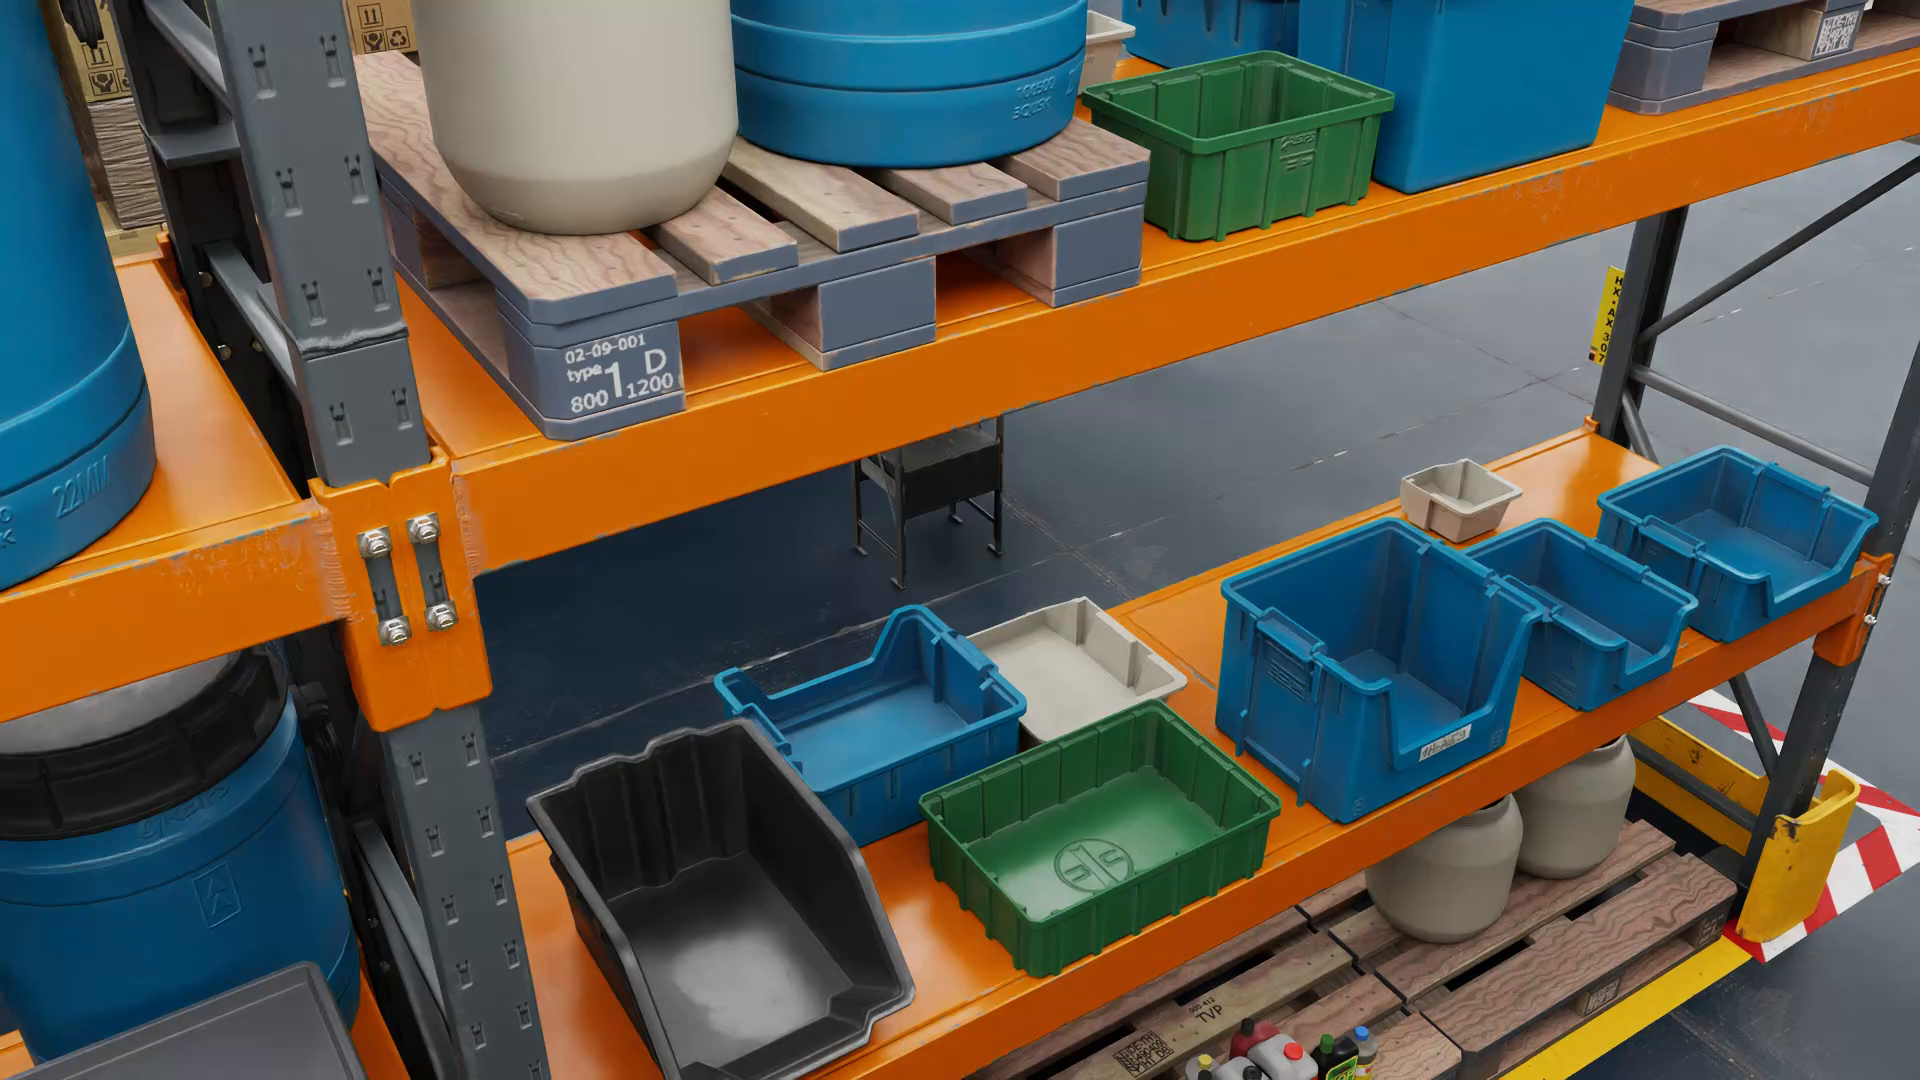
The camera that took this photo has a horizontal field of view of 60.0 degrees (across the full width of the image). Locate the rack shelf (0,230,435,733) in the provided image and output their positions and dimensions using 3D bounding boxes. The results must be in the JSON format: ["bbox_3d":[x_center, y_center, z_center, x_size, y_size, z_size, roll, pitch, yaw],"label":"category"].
[{"bbox_3d":[-2.673,0.430,1.620,4.000,0.370,1.077,-19,37,-27],"label":"rack shelf"}]

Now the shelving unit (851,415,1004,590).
[{"bbox_3d":[-0.139,-0.840,6.614,0.503,2.100,0.431,-19,37,-27],"label":"shelving unit"}]

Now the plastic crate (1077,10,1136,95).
[{"bbox_3d":[0.138,-0.986,3.438,0.396,0.136,0.243,-19,37,-27],"label":"plastic crate"}]

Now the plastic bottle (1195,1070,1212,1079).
[{"bbox_3d":[0.584,1.472,4.176,0.185,0.351,0.144,-17,36,-25],"label":"plastic bottle"}]

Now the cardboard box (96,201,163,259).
[{"bbox_3d":[-3.332,-1.226,6.618,0.250,0.149,0.380,-19,37,-27],"label":"cardboard box"}]

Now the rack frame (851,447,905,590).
[{"bbox_3d":[-0.344,-0.770,6.502,0.015,2.100,0.400,-19,37,-27],"label":"rack frame"}]

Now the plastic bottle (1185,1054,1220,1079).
[{"bbox_3d":[0.637,1.435,4.374,0.097,0.201,0.097,0,32,0],"label":"plastic bottle"}]

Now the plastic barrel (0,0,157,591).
[{"bbox_3d":[-1.302,-0.420,1.823,0.708,0.901,0.600,-19,37,-27],"label":"plastic barrel"}]

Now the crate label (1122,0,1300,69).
[{"bbox_3d":[0.618,-1.153,3.594,0.408,0.251,0.502,-19,37,-27],"label":"crate label"}]

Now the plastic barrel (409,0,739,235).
[{"bbox_3d":[-0.524,-0.714,2.260,0.421,0.512,0.421,0,32,0],"label":"plastic barrel"}]

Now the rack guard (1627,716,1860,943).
[{"bbox_3d":[2.332,0.760,5.576,0.348,0.500,1.175,-19,37,-27],"label":"rack guard"}]

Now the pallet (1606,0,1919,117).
[{"bbox_3d":[1.622,-1.334,3.918,1.213,0.211,1.003,-19,37,-27],"label":"pallet"}]

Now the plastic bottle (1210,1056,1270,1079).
[{"bbox_3d":[0.721,1.454,4.274,0.135,0.276,0.152,-20,37,-29],"label":"plastic bottle"}]

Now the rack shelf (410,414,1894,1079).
[{"bbox_3d":[0.689,0.542,4.253,4.000,0.370,1.077,-19,37,-27],"label":"rack shelf"}]

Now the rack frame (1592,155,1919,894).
[{"bbox_3d":[2.370,-0.340,4.978,0.127,3.000,1.000,-19,37,-27],"label":"rack frame"}]

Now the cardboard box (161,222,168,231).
[{"bbox_3d":[-3.115,-1.292,6.723,0.250,0.149,0.380,-19,37,-27],"label":"cardboard box"}]

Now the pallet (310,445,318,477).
[{"bbox_3d":[-3.130,-0.436,7.743,1.213,0.211,1.003,-19,37,-27],"label":"pallet"}]

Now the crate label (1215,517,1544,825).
[{"bbox_3d":[0.970,0.298,3.933,0.616,0.435,0.502,-19,37,-27],"label":"crate label"}]

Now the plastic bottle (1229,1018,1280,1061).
[{"bbox_3d":[0.779,1.363,4.411,0.133,0.283,0.061,-19,37,-27],"label":"plastic bottle"}]

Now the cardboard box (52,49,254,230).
[{"bbox_3d":[-3.264,-1.675,6.722,0.500,0.500,0.875,-19,37,-27],"label":"cardboard box"}]

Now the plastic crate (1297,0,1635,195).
[{"bbox_3d":[0.930,-0.916,3.094,0.575,0.384,0.392,-19,37,-27],"label":"plastic crate"}]

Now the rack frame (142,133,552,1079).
[{"bbox_3d":[-0.992,0.816,3.145,0.127,3.000,1.000,-19,37,-27],"label":"rack frame"}]

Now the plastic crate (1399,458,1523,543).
[{"bbox_3d":[1.443,-0.114,4.867,0.250,0.136,0.298,-19,37,-27],"label":"plastic crate"}]

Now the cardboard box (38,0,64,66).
[{"bbox_3d":[-3.446,-2.249,6.695,0.500,0.500,0.500,-19,37,-27],"label":"cardboard box"}]

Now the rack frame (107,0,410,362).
[{"bbox_3d":[-0.992,-1.721,1.544,0.127,3.000,1.000,-19,37,-27],"label":"rack frame"}]

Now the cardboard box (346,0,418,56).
[{"bbox_3d":[-2.320,-2.302,6.777,0.500,0.500,0.500,-19,37,-27],"label":"cardboard box"}]

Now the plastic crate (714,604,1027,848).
[{"bbox_3d":[-0.209,0.437,3.885,0.616,0.251,0.499,-19,37,-27],"label":"plastic crate"}]

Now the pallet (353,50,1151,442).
[{"bbox_3d":[-0.439,-0.625,2.795,1.003,0.211,1.213,-19,37,-27],"label":"pallet"}]

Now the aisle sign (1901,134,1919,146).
[{"bbox_3d":[2.591,-1.327,4.106,0.004,0.787,0.394,-19,37,-27],"label":"aisle sign"}]

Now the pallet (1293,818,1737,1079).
[{"bbox_3d":[1.646,1.115,5.285,1.213,0.211,1.003,-19,37,-27],"label":"pallet"}]

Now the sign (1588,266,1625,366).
[{"bbox_3d":[2.076,-0.705,5.297,0.005,0.325,0.100,-19,37,-27],"label":"sign"}]

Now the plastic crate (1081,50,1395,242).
[{"bbox_3d":[0.482,-0.697,2.931,0.450,0.188,0.336,-19,37,-27],"label":"plastic crate"}]

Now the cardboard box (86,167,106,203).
[{"bbox_3d":[-3.654,-1.493,7.040,0.250,0.149,0.380,-19,37,-27],"label":"cardboard box"}]

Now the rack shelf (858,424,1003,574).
[{"bbox_3d":[-0.139,-0.237,6.995,0.480,0.518,0.431,-19,37,-27],"label":"rack shelf"}]

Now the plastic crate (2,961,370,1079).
[{"bbox_3d":[-1.233,1.066,2.688,0.583,0.464,0.402,-19,37,-27],"label":"plastic crate"}]

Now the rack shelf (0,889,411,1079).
[{"bbox_3d":[-2.673,1.698,2.420,4.000,0.370,1.077,-19,37,-27],"label":"rack shelf"}]

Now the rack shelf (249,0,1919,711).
[{"bbox_3d":[0.689,-0.726,3.453,4.000,0.370,1.077,-19,37,-27],"label":"rack shelf"}]

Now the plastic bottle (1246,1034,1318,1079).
[{"bbox_3d":[0.837,1.414,4.338,0.135,0.276,0.152,-19,37,-27],"label":"plastic bottle"}]

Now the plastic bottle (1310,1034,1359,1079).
[{"bbox_3d":[0.976,1.392,4.365,0.133,0.283,0.061,-18,36,-26],"label":"plastic bottle"}]

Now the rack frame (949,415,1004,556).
[{"bbox_3d":[0.066,-0.911,6.726,0.015,2.100,0.400,-19,37,-27],"label":"rack frame"}]

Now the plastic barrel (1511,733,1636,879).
[{"bbox_3d":[1.858,0.759,5.174,0.421,0.512,0.421,0,32,0],"label":"plastic barrel"}]

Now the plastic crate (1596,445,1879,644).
[{"bbox_3d":[2.111,0.002,4.575,0.616,0.251,0.499,-19,37,-27],"label":"plastic crate"}]

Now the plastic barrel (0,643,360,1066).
[{"bbox_3d":[-1.481,0.580,3.049,0.708,0.901,0.600,-19,37,-27],"label":"plastic barrel"}]

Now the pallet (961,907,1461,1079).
[{"bbox_3d":[0.621,1.465,4.729,1.213,0.211,1.003,-19,37,-27],"label":"pallet"}]

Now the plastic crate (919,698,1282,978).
[{"bbox_3d":[0.302,0.640,3.623,0.662,0.188,0.450,-19,37,-27],"label":"plastic crate"}]

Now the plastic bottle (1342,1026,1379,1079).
[{"bbox_3d":[1.064,1.385,4.454,0.097,0.201,0.097,0,32,0],"label":"plastic bottle"}]

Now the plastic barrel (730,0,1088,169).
[{"bbox_3d":[-0.097,-1.082,2.479,0.708,0.901,0.600,-19,37,-27],"label":"plastic barrel"}]

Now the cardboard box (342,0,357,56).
[{"bbox_3d":[-2.740,-2.157,6.549,0.500,0.500,0.500,-19,37,-27],"label":"cardboard box"}]

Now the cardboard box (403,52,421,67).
[{"bbox_3d":[-2.459,-1.994,7.227,0.500,0.500,0.875,-19,37,-27],"label":"cardboard box"}]

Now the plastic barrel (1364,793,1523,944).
[{"bbox_3d":[1.437,0.904,4.944,0.421,0.512,0.421,0,32,0],"label":"plastic barrel"}]

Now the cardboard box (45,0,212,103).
[{"bbox_3d":[-3.160,-2.012,6.318,0.500,0.500,0.500,-19,37,-27],"label":"cardboard box"}]

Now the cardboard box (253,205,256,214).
[{"bbox_3d":[-2.920,-1.377,6.857,0.250,0.149,0.380,-19,37,-27],"label":"cardboard box"}]

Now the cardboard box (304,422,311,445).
[{"bbox_3d":[-2.840,-0.792,7.643,0.500,0.500,0.500,-8,33,-12],"label":"cardboard box"}]

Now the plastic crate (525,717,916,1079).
[{"bbox_3d":[-0.483,0.748,3.311,0.504,0.338,0.767,-19,37,-27],"label":"plastic crate"}]

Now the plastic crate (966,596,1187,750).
[{"bbox_3d":[0.236,0.345,4.139,0.437,0.136,0.530,-19,37,-27],"label":"plastic crate"}]

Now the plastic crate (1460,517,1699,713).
[{"bbox_3d":[1.562,0.187,4.282,0.408,0.251,0.499,-19,37,-27],"label":"plastic crate"}]
